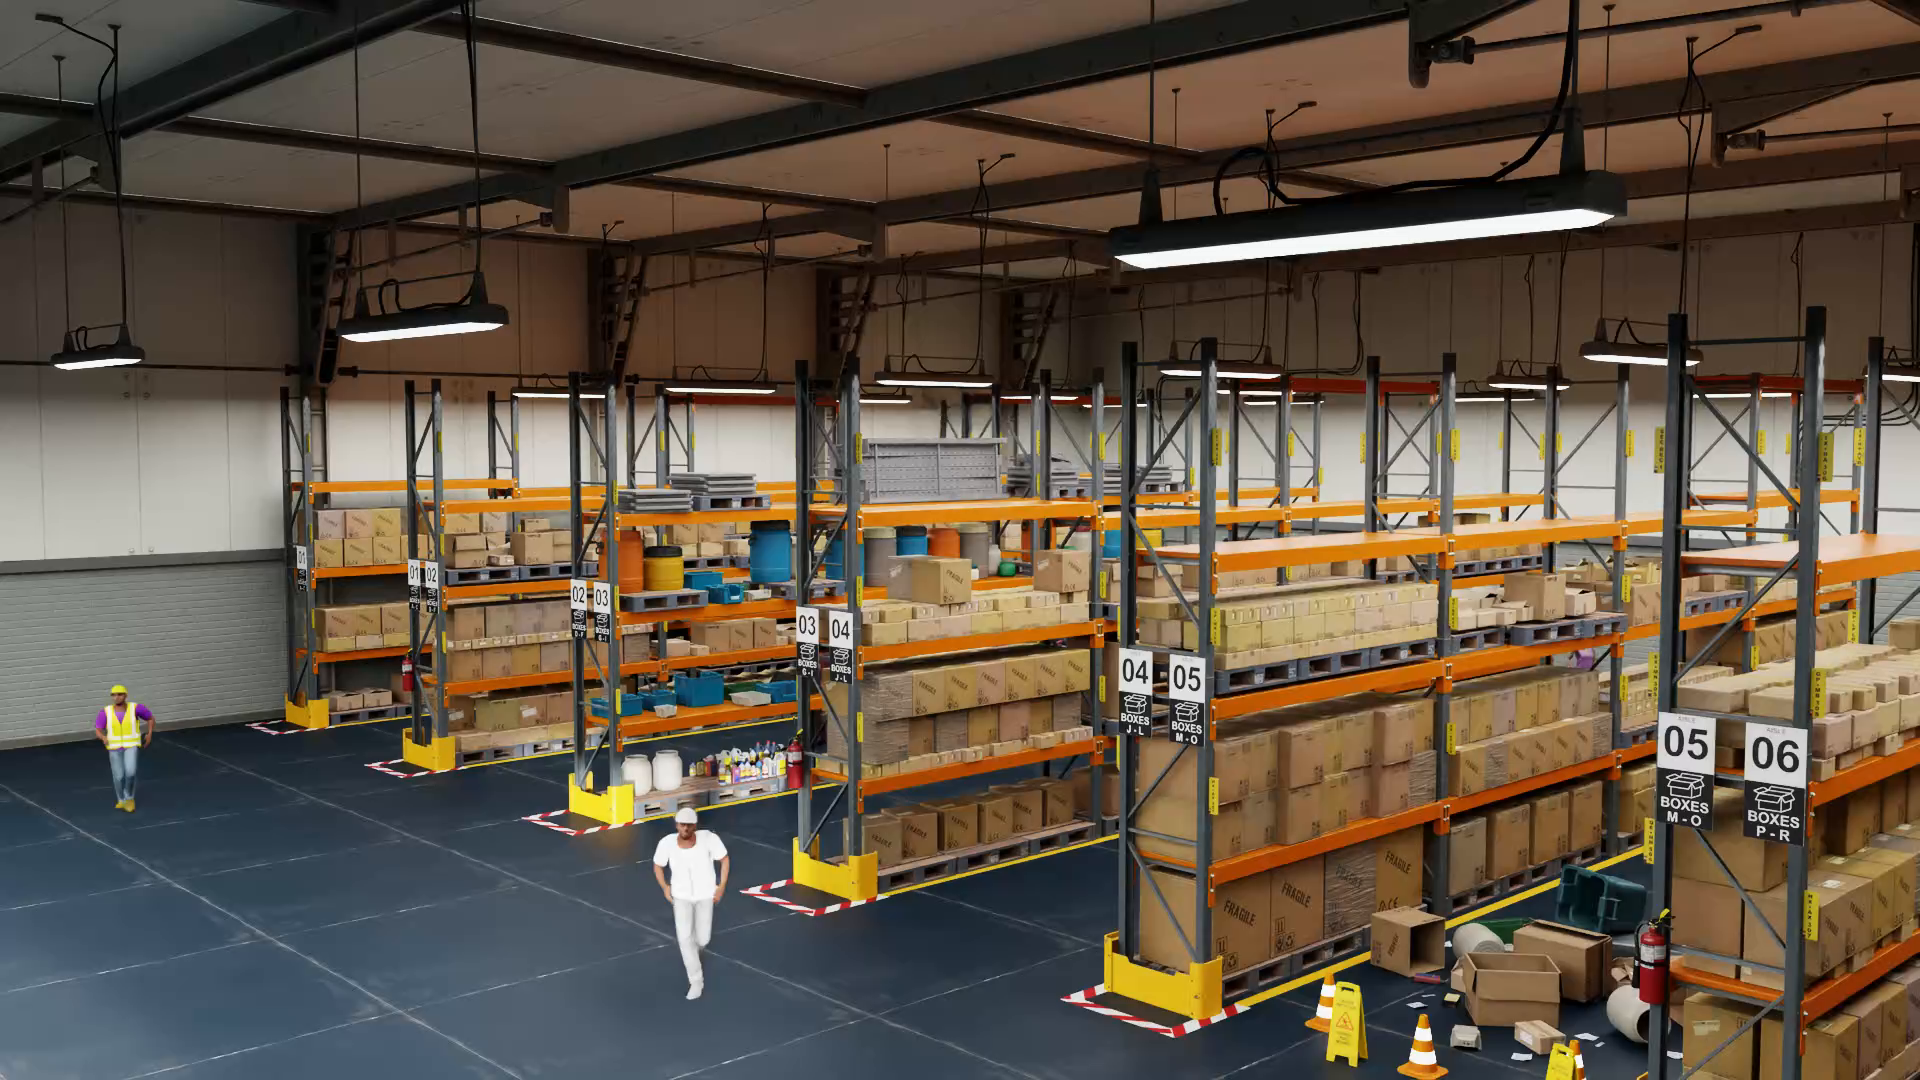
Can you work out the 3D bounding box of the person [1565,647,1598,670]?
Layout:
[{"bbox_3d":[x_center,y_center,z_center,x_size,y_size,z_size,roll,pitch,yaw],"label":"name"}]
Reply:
[{"bbox_3d":[11.335,2.457,30.277,0.585,1.581,0.756,0,4,-7],"label":"person"}]

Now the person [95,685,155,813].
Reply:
[{"bbox_3d":[-11.411,2.847,22.695,0.715,1.746,0.683,-1,4,-18],"label":"person"}]

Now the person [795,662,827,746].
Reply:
[{"bbox_3d":[-2.447,2.576,27.285,0.698,1.734,0.632,-4,5,-44],"label":"person"}]

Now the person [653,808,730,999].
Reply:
[{"bbox_3d":[-2.514,3.331,15.586,0.714,1.742,0.855,0,4,-7],"label":"person"}]
